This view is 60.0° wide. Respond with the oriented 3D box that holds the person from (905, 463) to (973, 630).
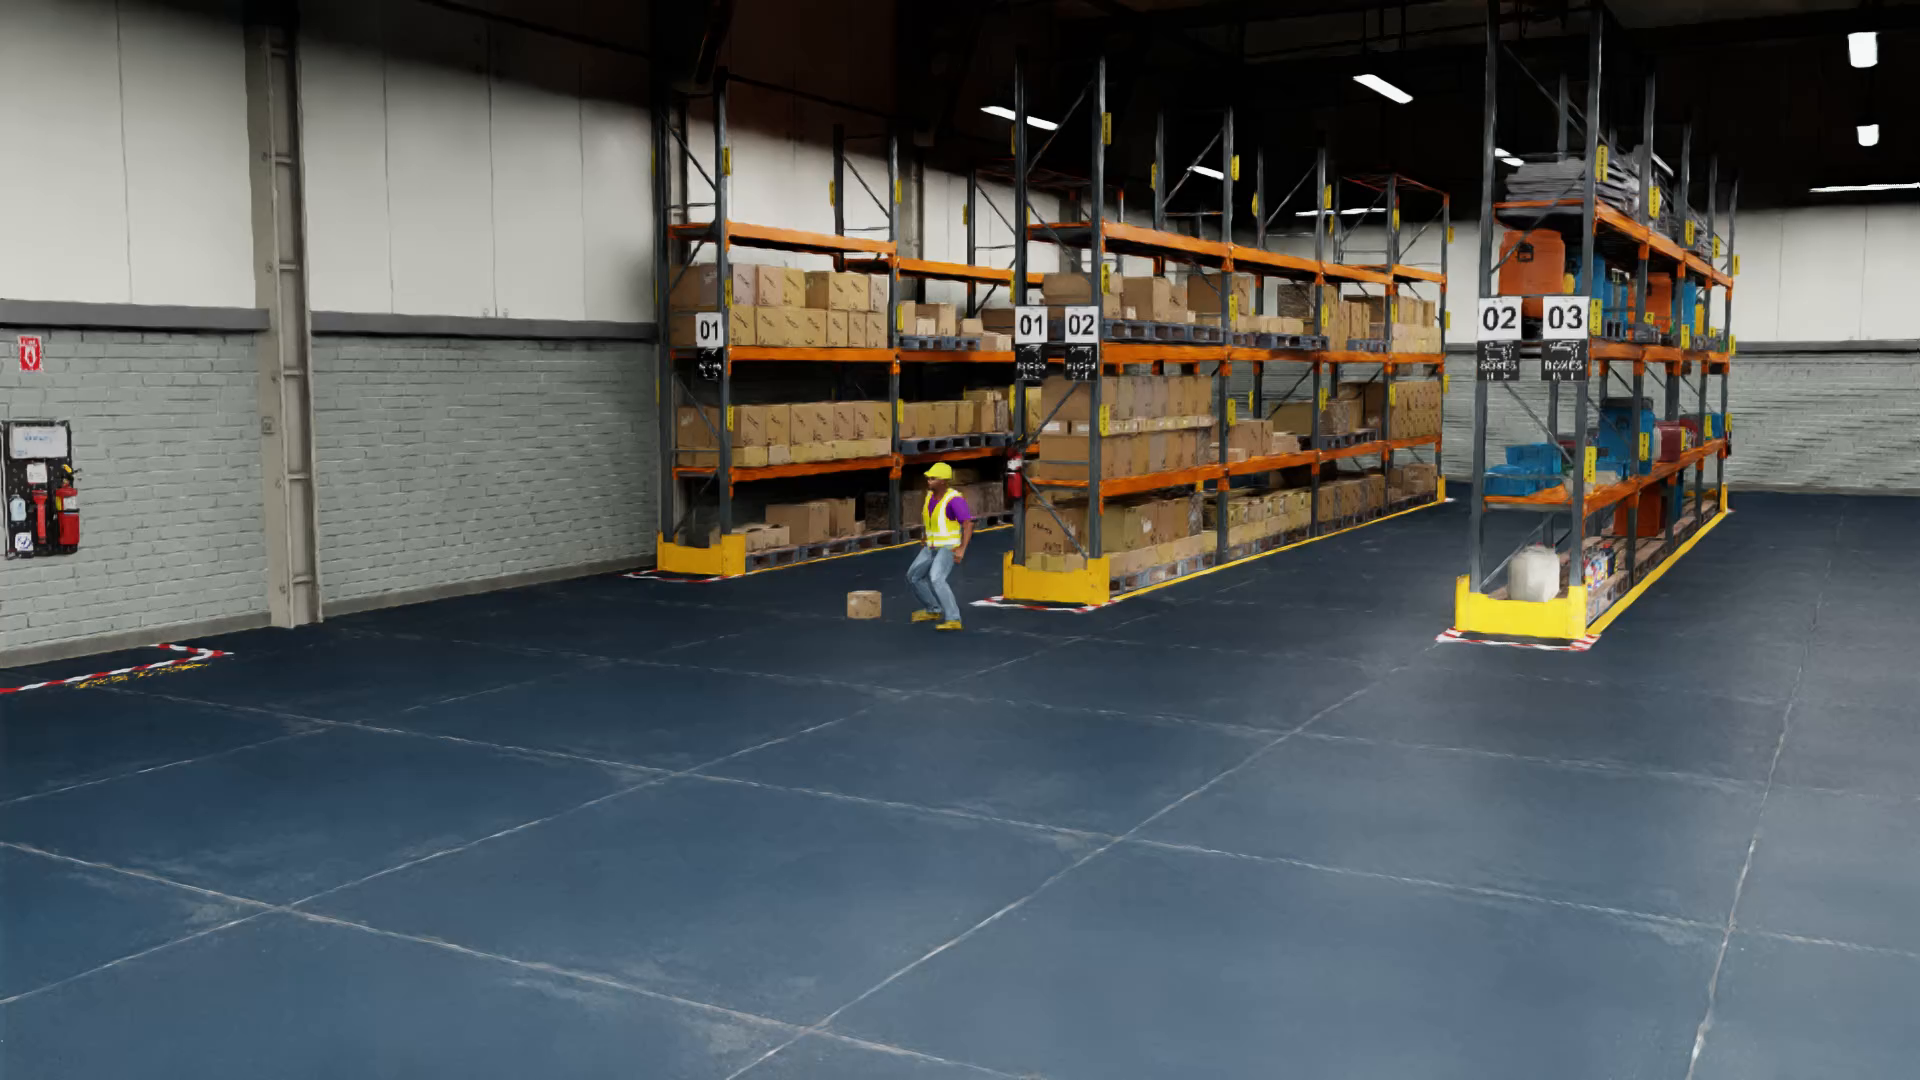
[{"bbox_3d":[-0.208,0.043,16.437,0.536,1.612,0.894,-4,7,-32],"label":"person"}]
